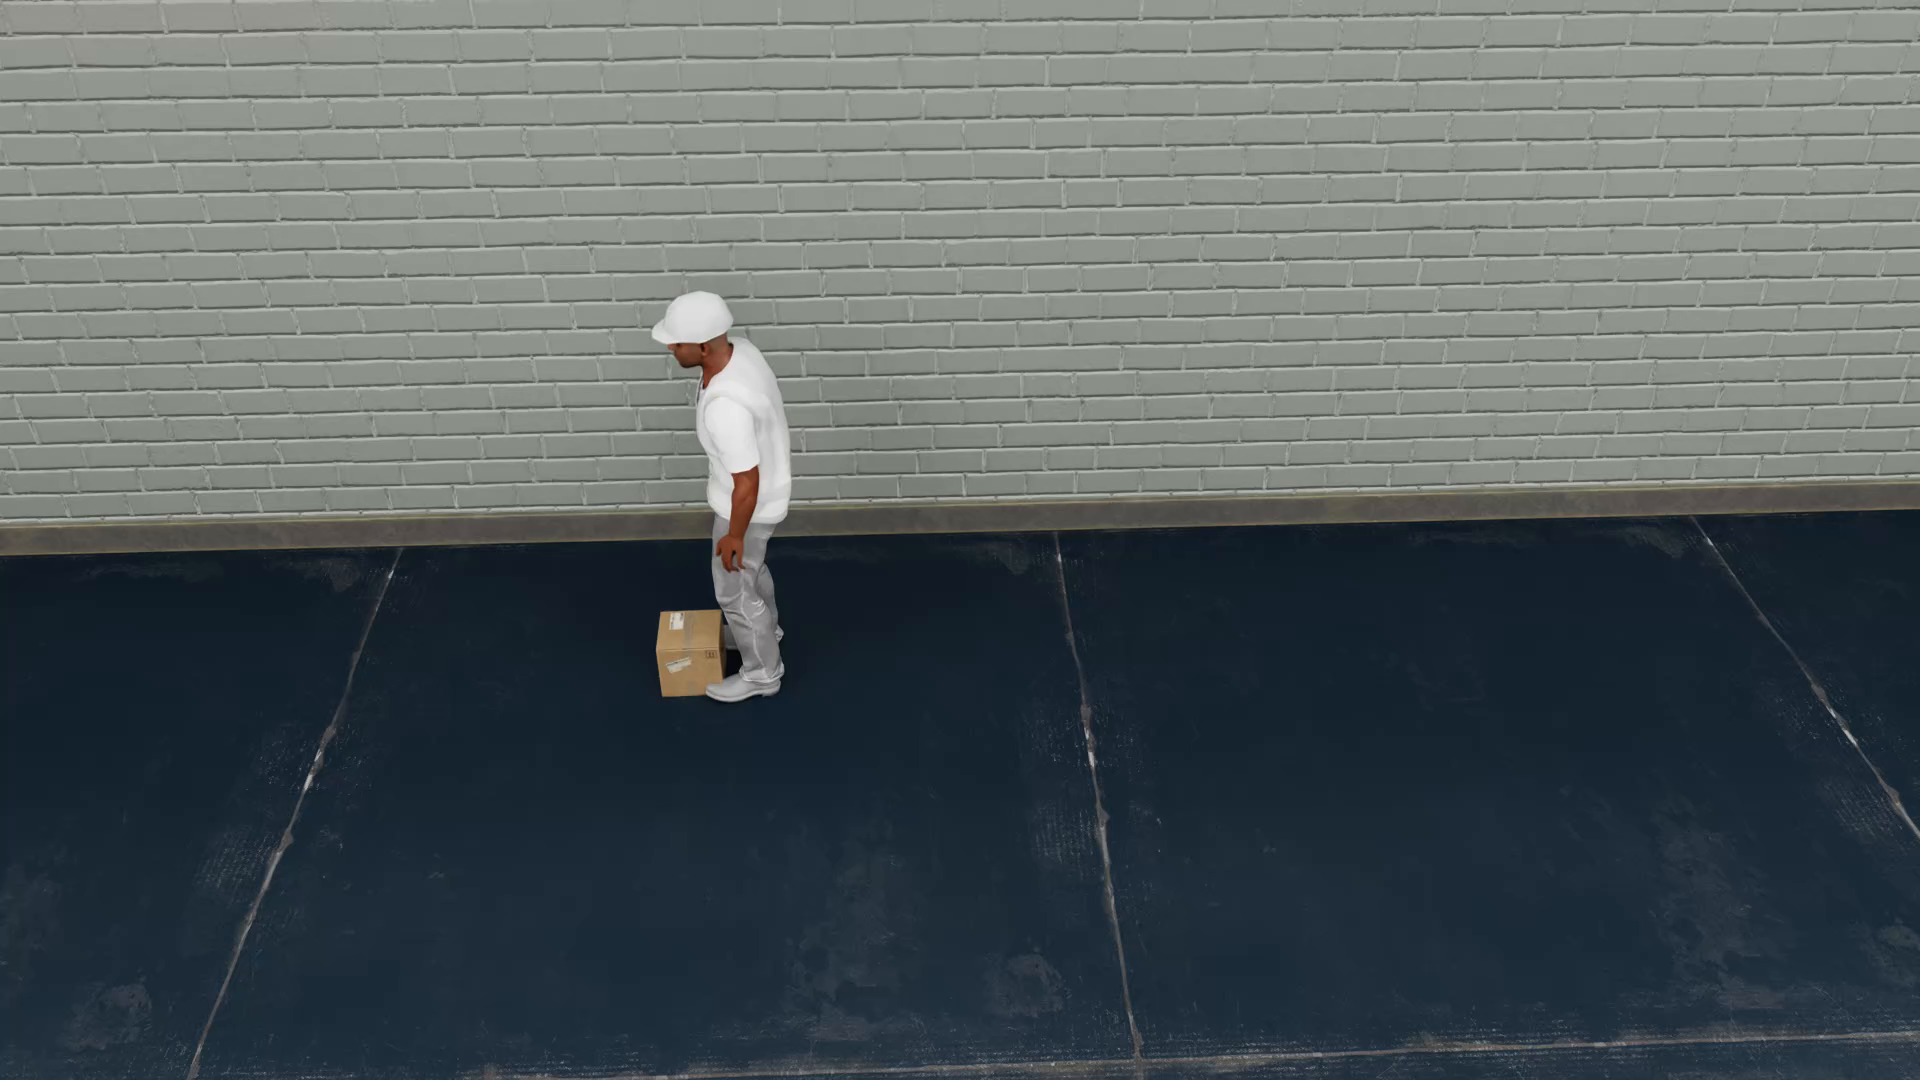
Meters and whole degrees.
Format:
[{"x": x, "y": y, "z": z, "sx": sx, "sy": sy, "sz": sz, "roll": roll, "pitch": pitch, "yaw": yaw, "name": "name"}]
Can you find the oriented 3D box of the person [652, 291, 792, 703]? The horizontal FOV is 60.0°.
[{"x": -0.868, "y": -0.167, "z": 6.368, "sx": 0.463, "sy": 1.759, "sz": 0.625, "roll": -3, "pitch": 35, "yaw": -4, "name": "person"}]
